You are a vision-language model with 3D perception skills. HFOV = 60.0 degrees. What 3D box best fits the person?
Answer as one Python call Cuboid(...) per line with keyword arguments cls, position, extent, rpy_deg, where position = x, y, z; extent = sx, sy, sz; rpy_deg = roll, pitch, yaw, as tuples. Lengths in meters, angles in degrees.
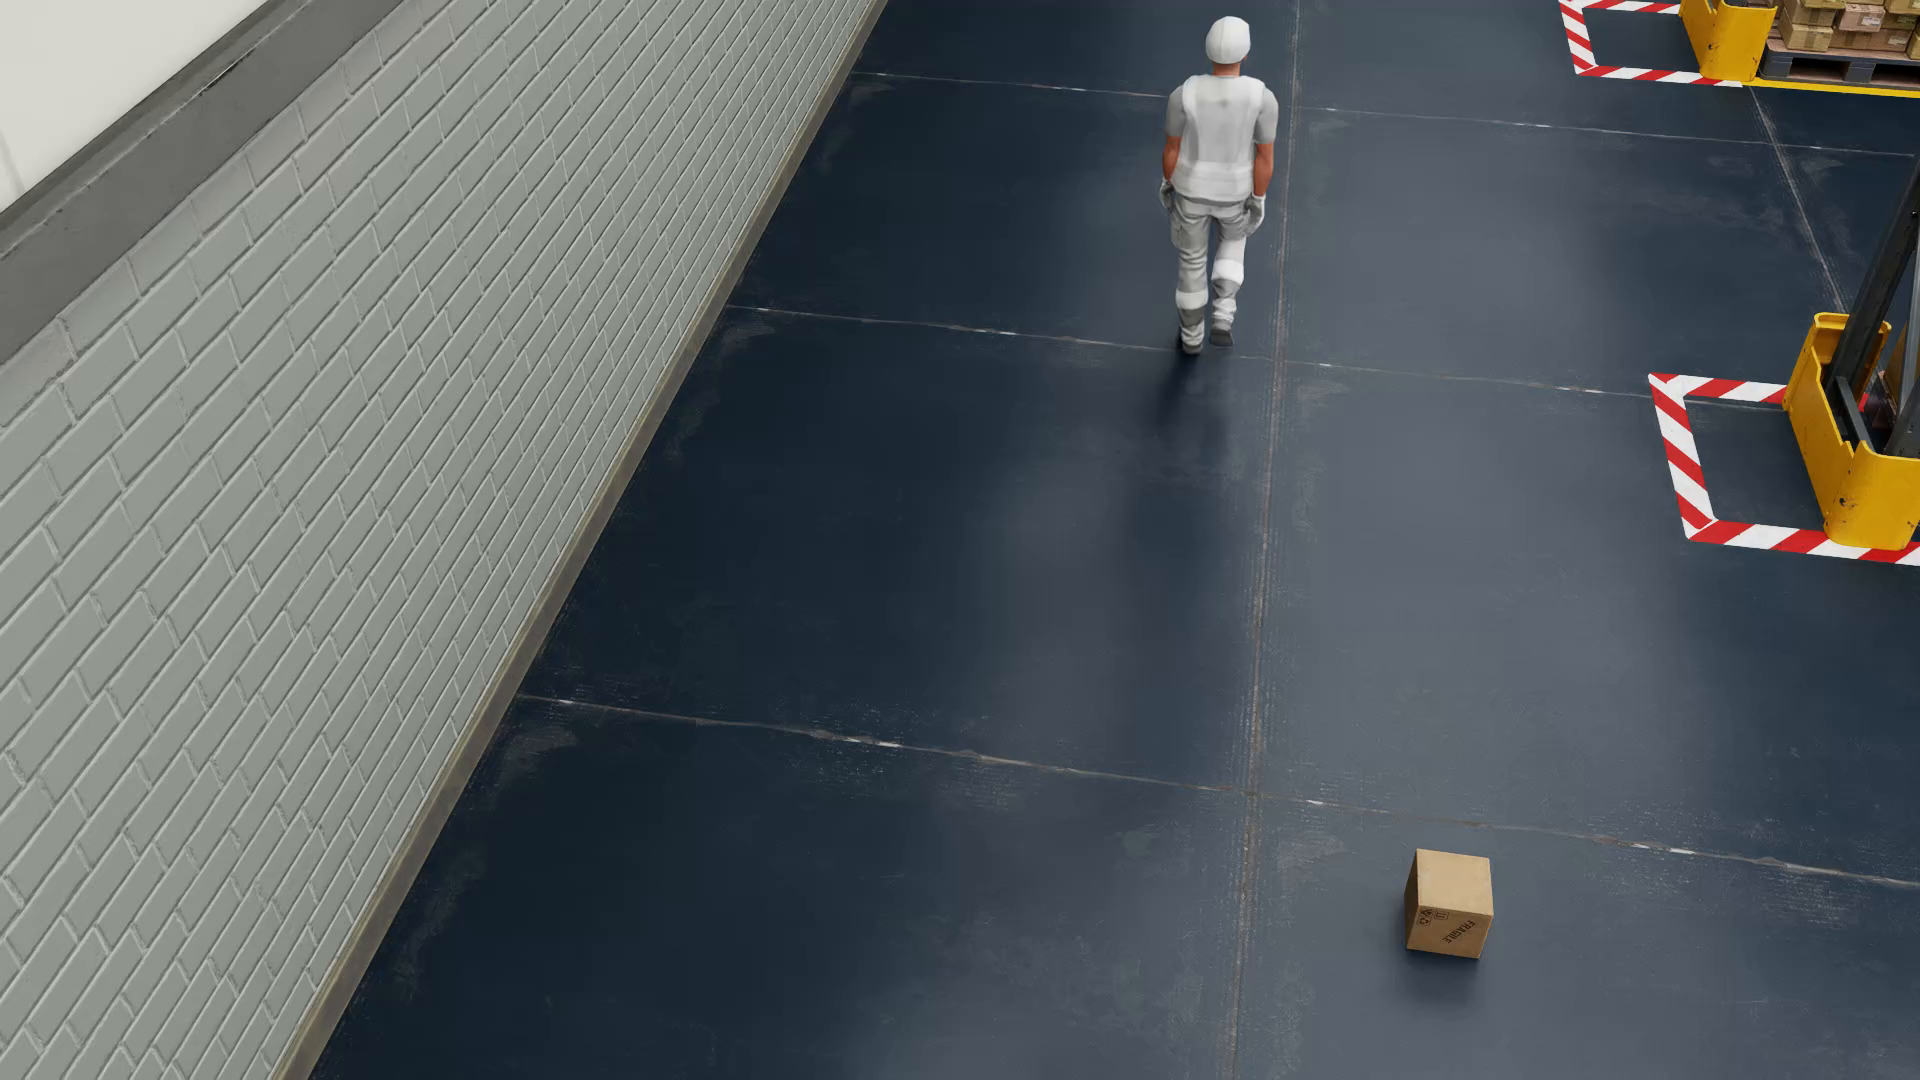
Cuboid(cls="person", position=(1.239, -1.720, 8.141), extent=(0.526, 1.780, 0.481), rpy_deg=(3, 40, 4))
